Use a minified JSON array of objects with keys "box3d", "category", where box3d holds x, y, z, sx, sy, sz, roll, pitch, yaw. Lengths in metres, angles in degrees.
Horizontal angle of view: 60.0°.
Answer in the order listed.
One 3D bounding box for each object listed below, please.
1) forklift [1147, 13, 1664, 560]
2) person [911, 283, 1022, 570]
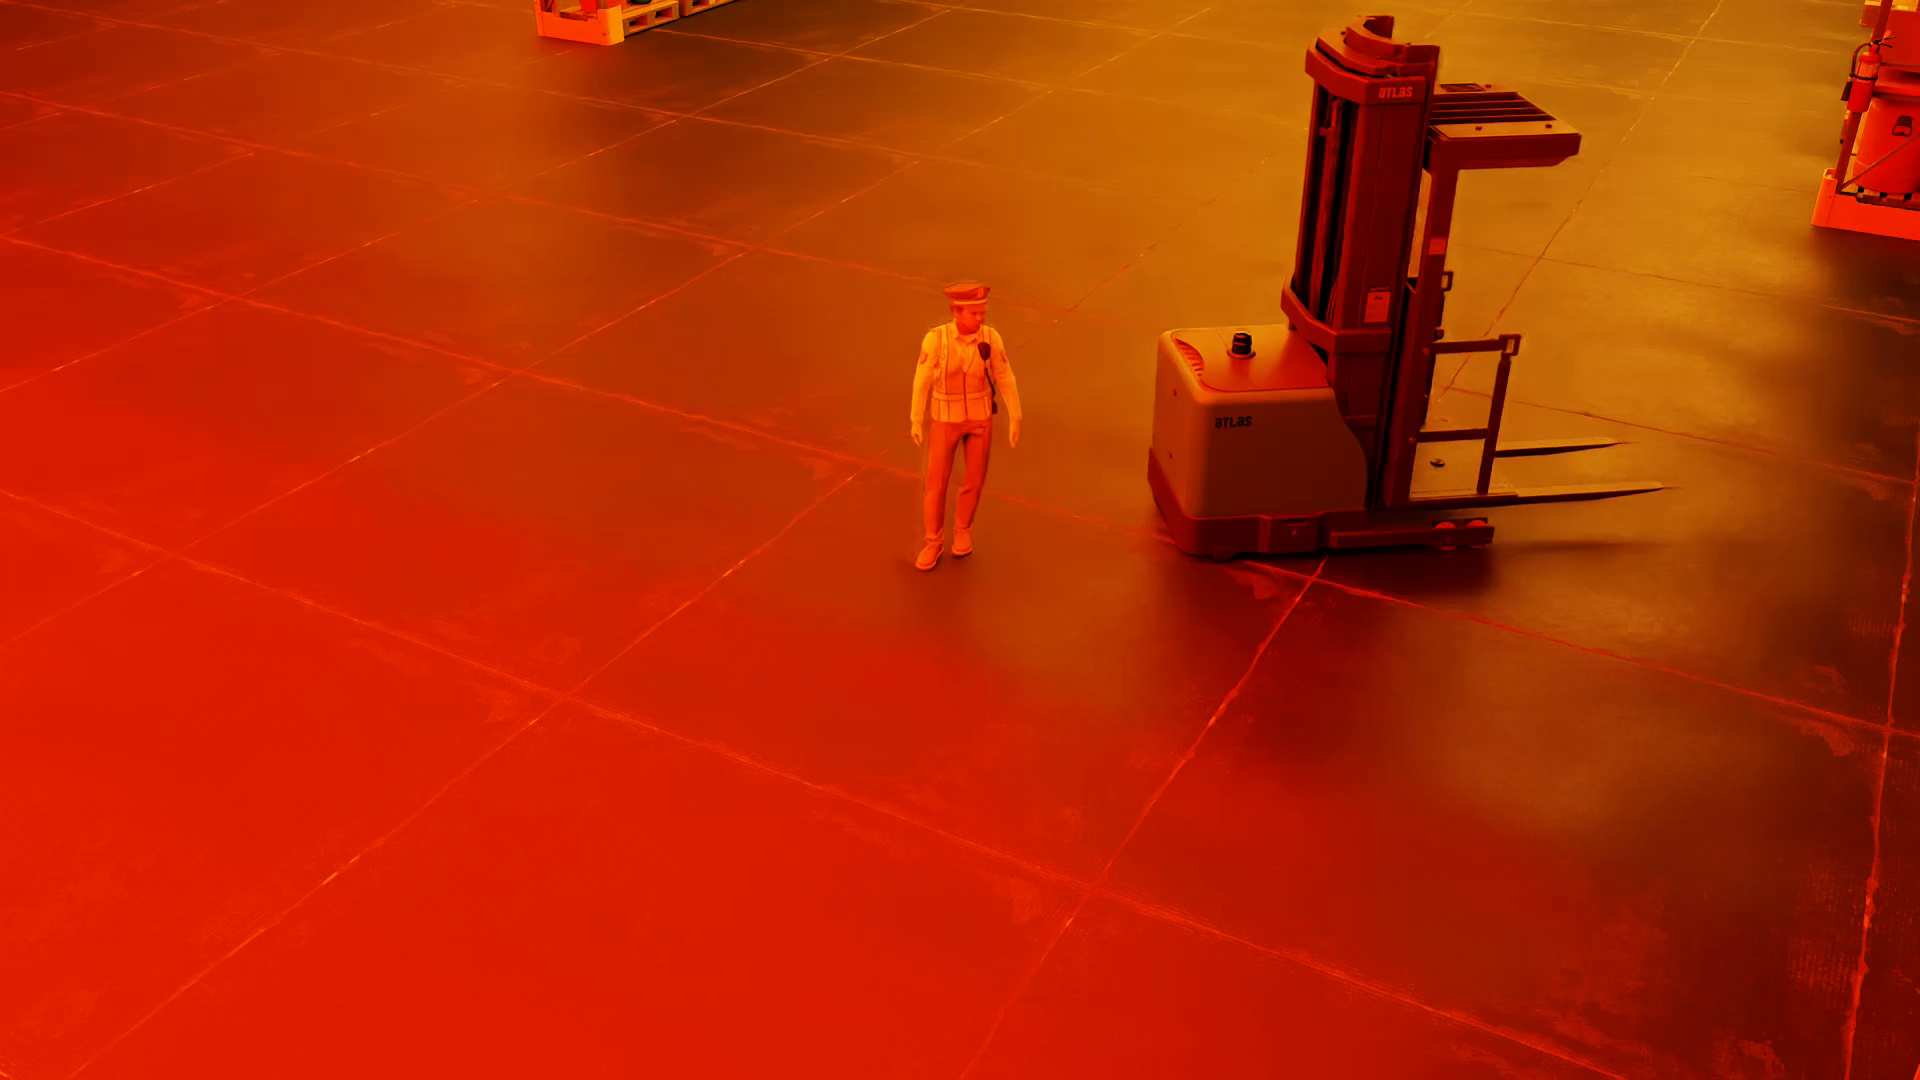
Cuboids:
[{"box3d":[2.741,-1.466,9.611,3.031,2.935,1.130,-4,30,-6],"category":"forklift"},{"box3d":[0.026,-0.662,9.485,0.646,1.668,0.417,-6,31,-10],"category":"person"}]
